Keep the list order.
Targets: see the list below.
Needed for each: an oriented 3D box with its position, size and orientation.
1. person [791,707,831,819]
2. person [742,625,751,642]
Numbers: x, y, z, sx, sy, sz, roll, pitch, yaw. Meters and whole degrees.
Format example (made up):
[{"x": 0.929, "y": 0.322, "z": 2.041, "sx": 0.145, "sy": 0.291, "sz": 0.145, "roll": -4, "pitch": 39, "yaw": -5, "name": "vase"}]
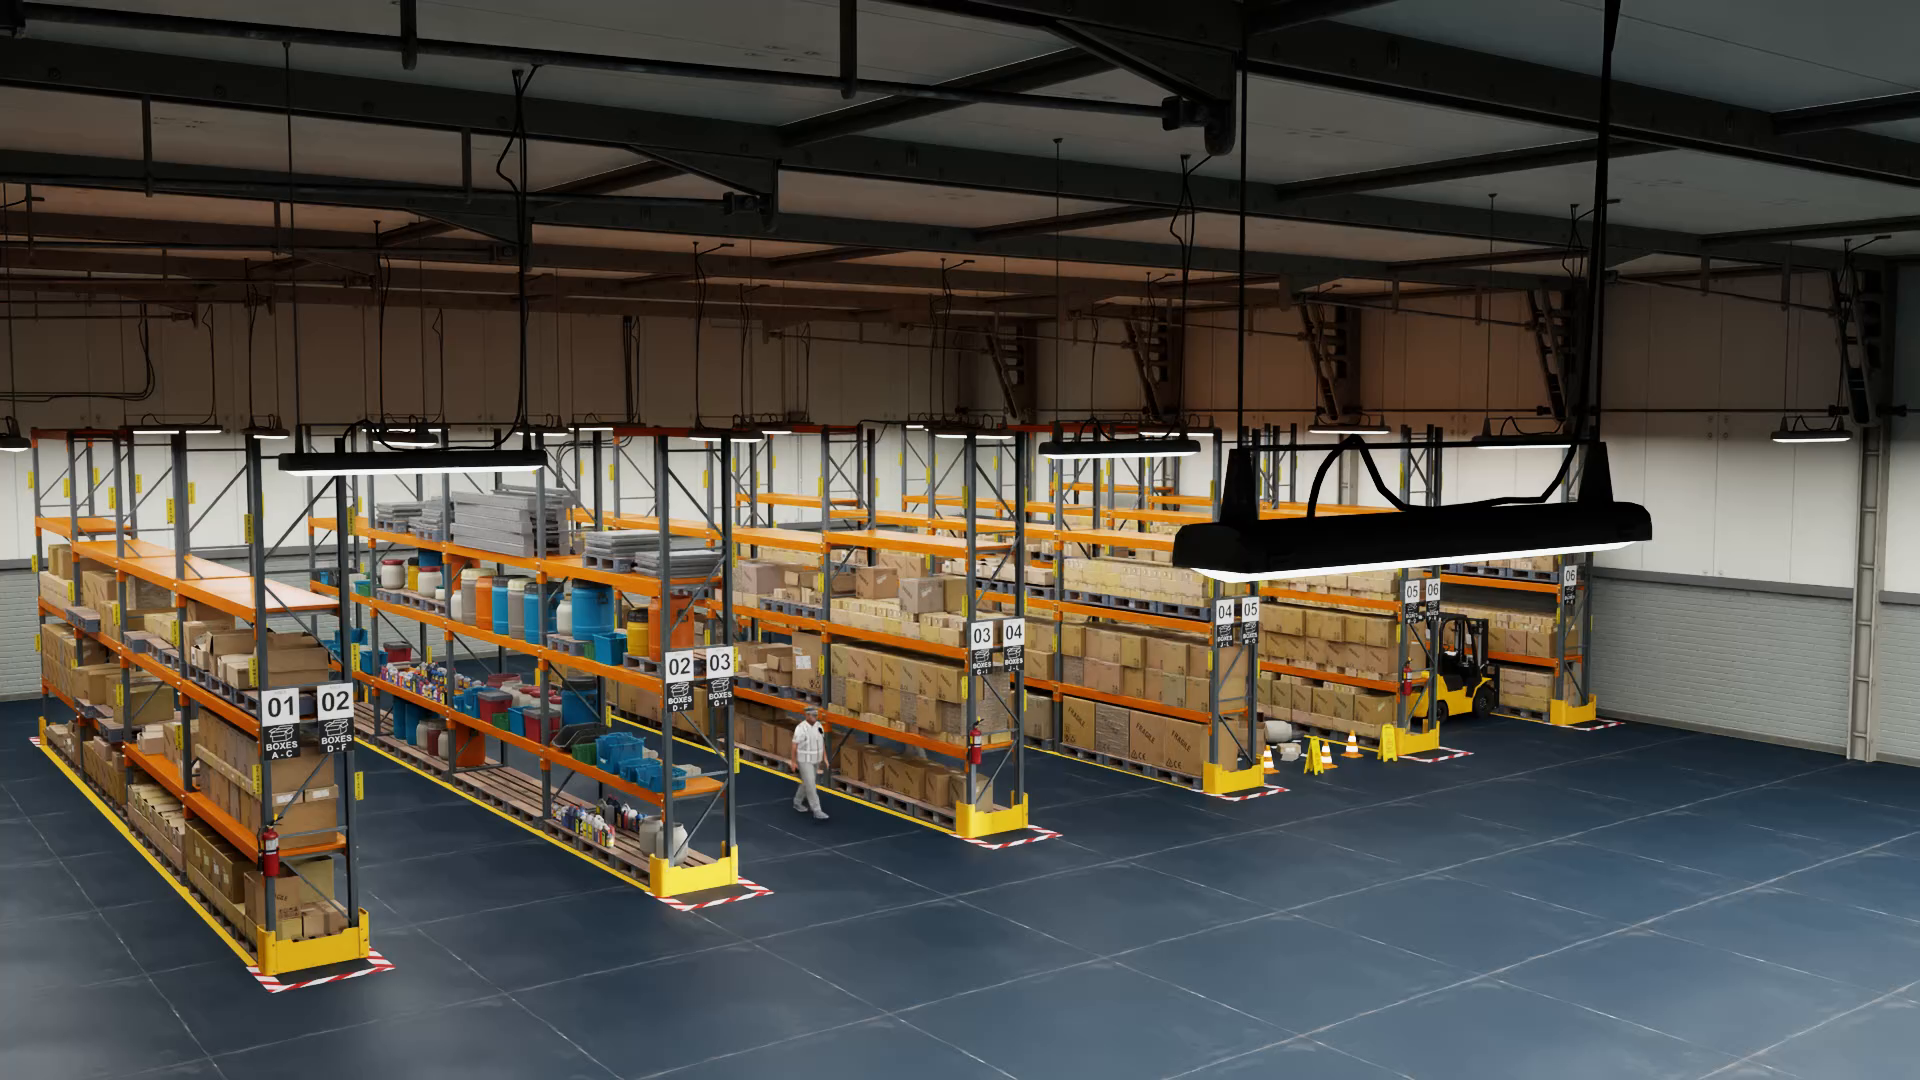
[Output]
[{"x": -2.297, "y": 3.428, "z": 25.841, "sx": 1.018, "sy": 1.702, "sz": 0.585, "roll": 3, "pitch": 5, "yaw": 32, "name": "person"}, {"x": -5.697, "y": 1.970, "z": 44.651, "sx": 0.466, "sy": 1.682, "sz": 0.453, "roll": 1, "pitch": 5, "yaw": 10, "name": "person"}]
